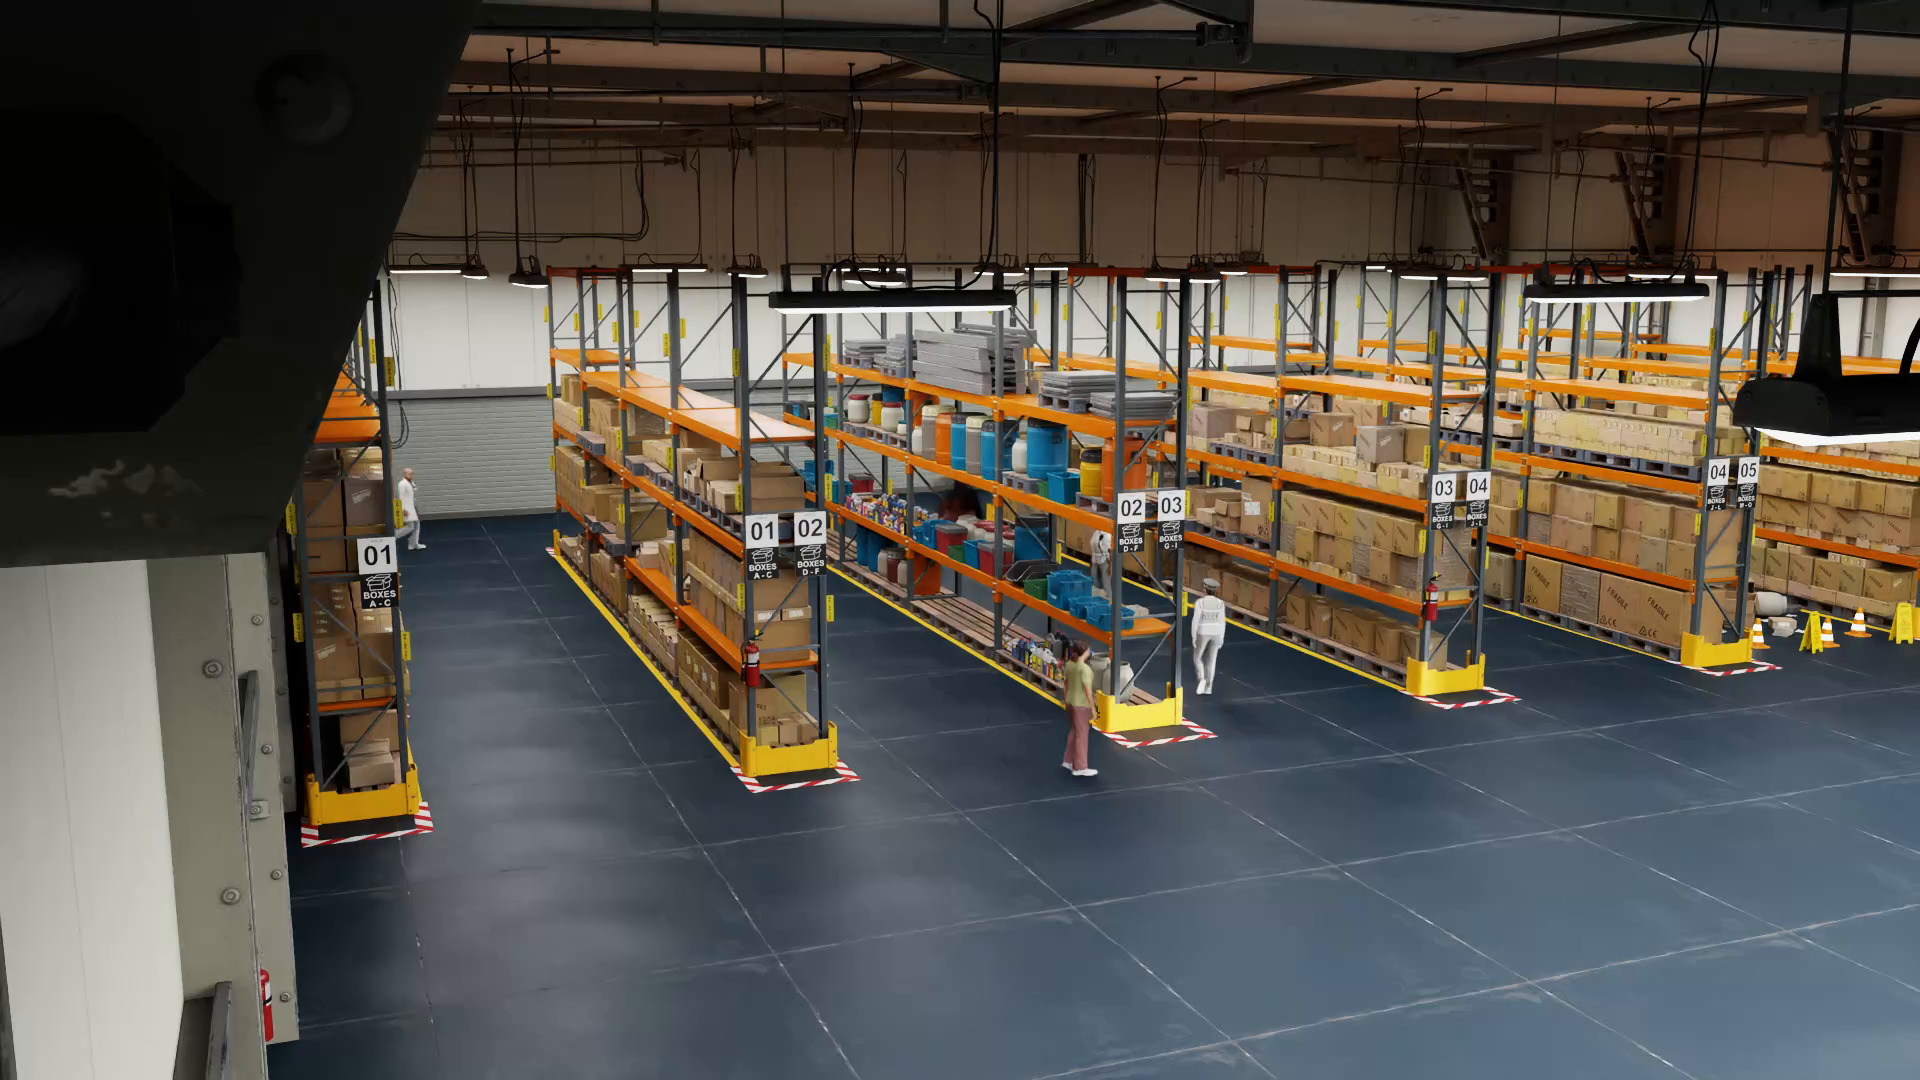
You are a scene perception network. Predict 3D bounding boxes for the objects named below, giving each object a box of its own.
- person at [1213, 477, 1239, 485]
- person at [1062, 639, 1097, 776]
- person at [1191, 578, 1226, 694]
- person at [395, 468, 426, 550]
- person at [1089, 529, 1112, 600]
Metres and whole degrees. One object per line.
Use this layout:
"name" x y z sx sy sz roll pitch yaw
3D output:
"person" 7.228 -2.291 44.987 0.885 1.623 0.488 -6 12 -31
"person" 1.470 2.058 20.216 0.326 1.727 0.541 -6 11 -29
"person" 3.548 1.395 23.746 0.491 1.672 0.494 1 10 4
"person" -11.783 -0.656 35.267 0.783 1.747 0.625 -3 10 -15
"person" 2.336 0.405 27.730 0.404 1.680 0.509 -7 12 -36
